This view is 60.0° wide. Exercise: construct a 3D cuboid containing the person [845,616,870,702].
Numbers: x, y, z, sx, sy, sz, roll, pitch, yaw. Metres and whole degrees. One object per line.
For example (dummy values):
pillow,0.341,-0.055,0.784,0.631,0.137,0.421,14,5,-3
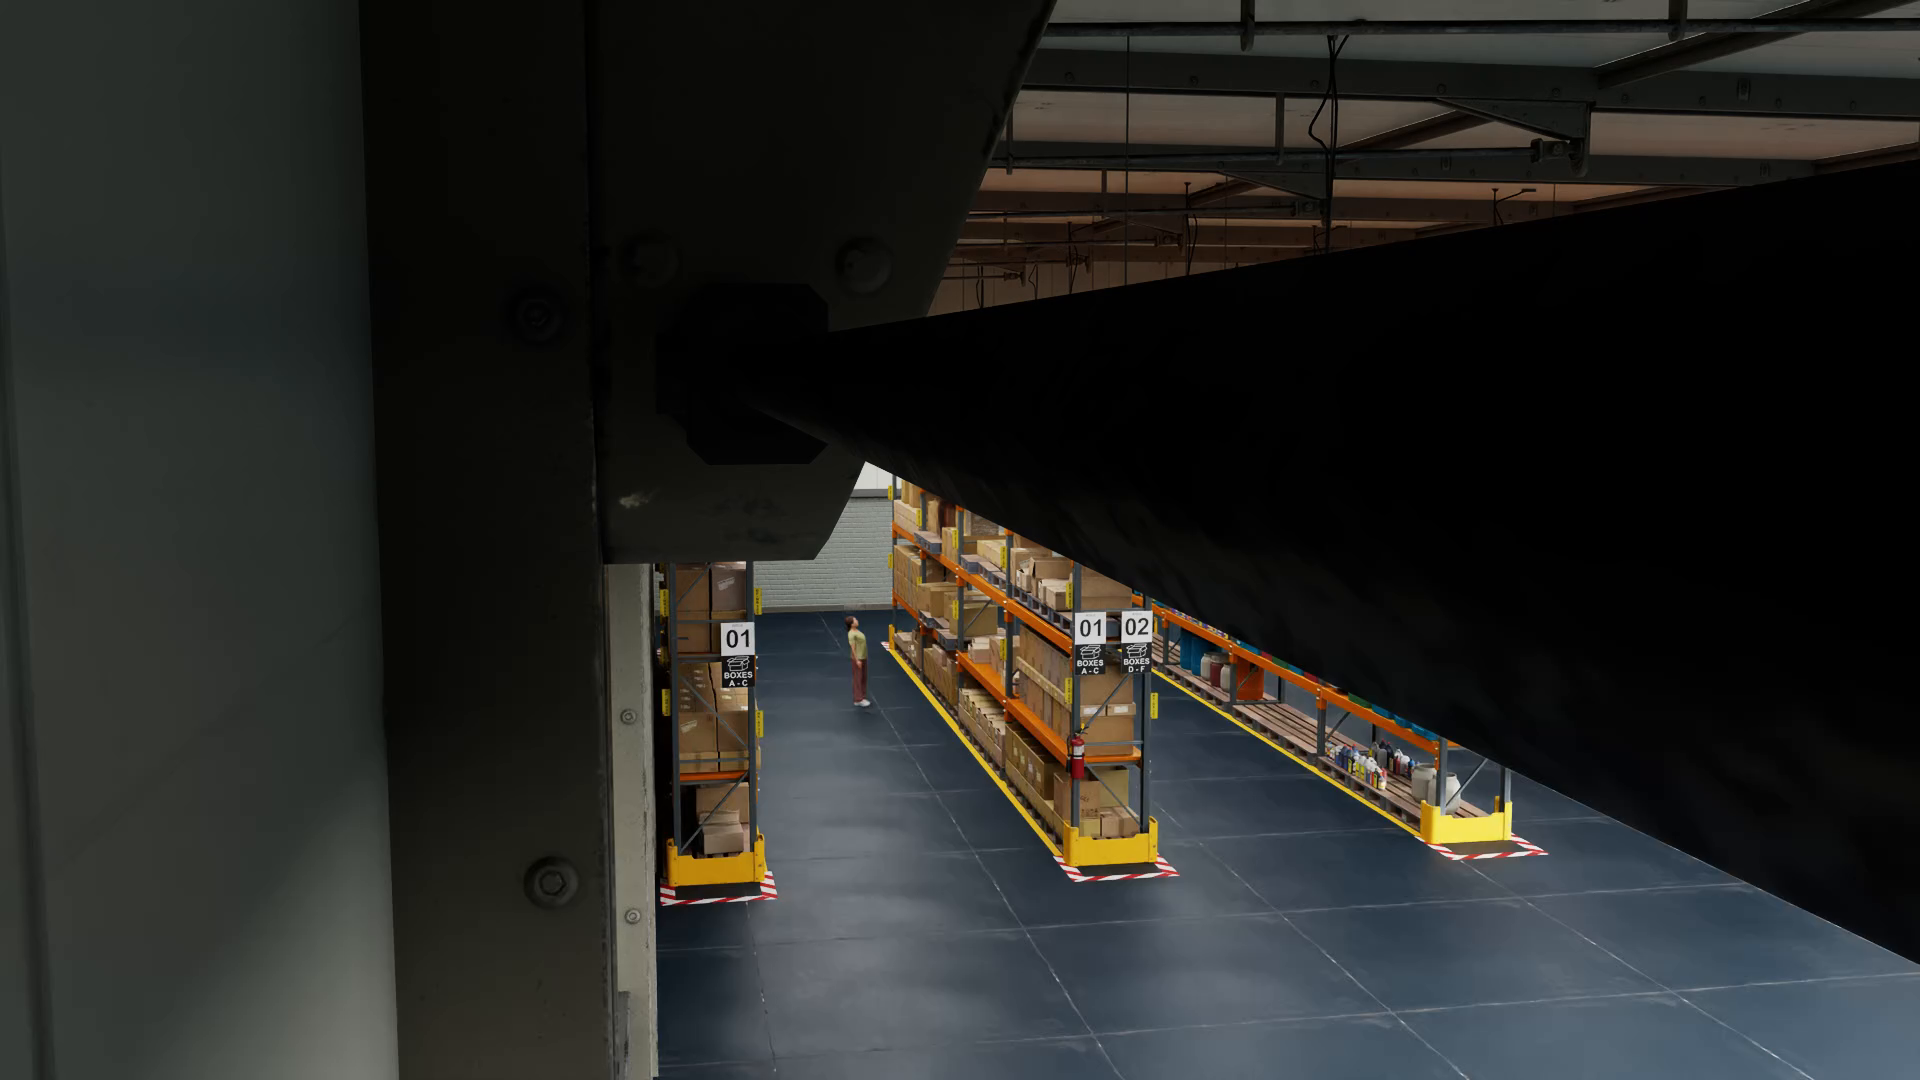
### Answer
person,-1.875,2.155,30.384,0.394,1.583,0.520,3,7,24
